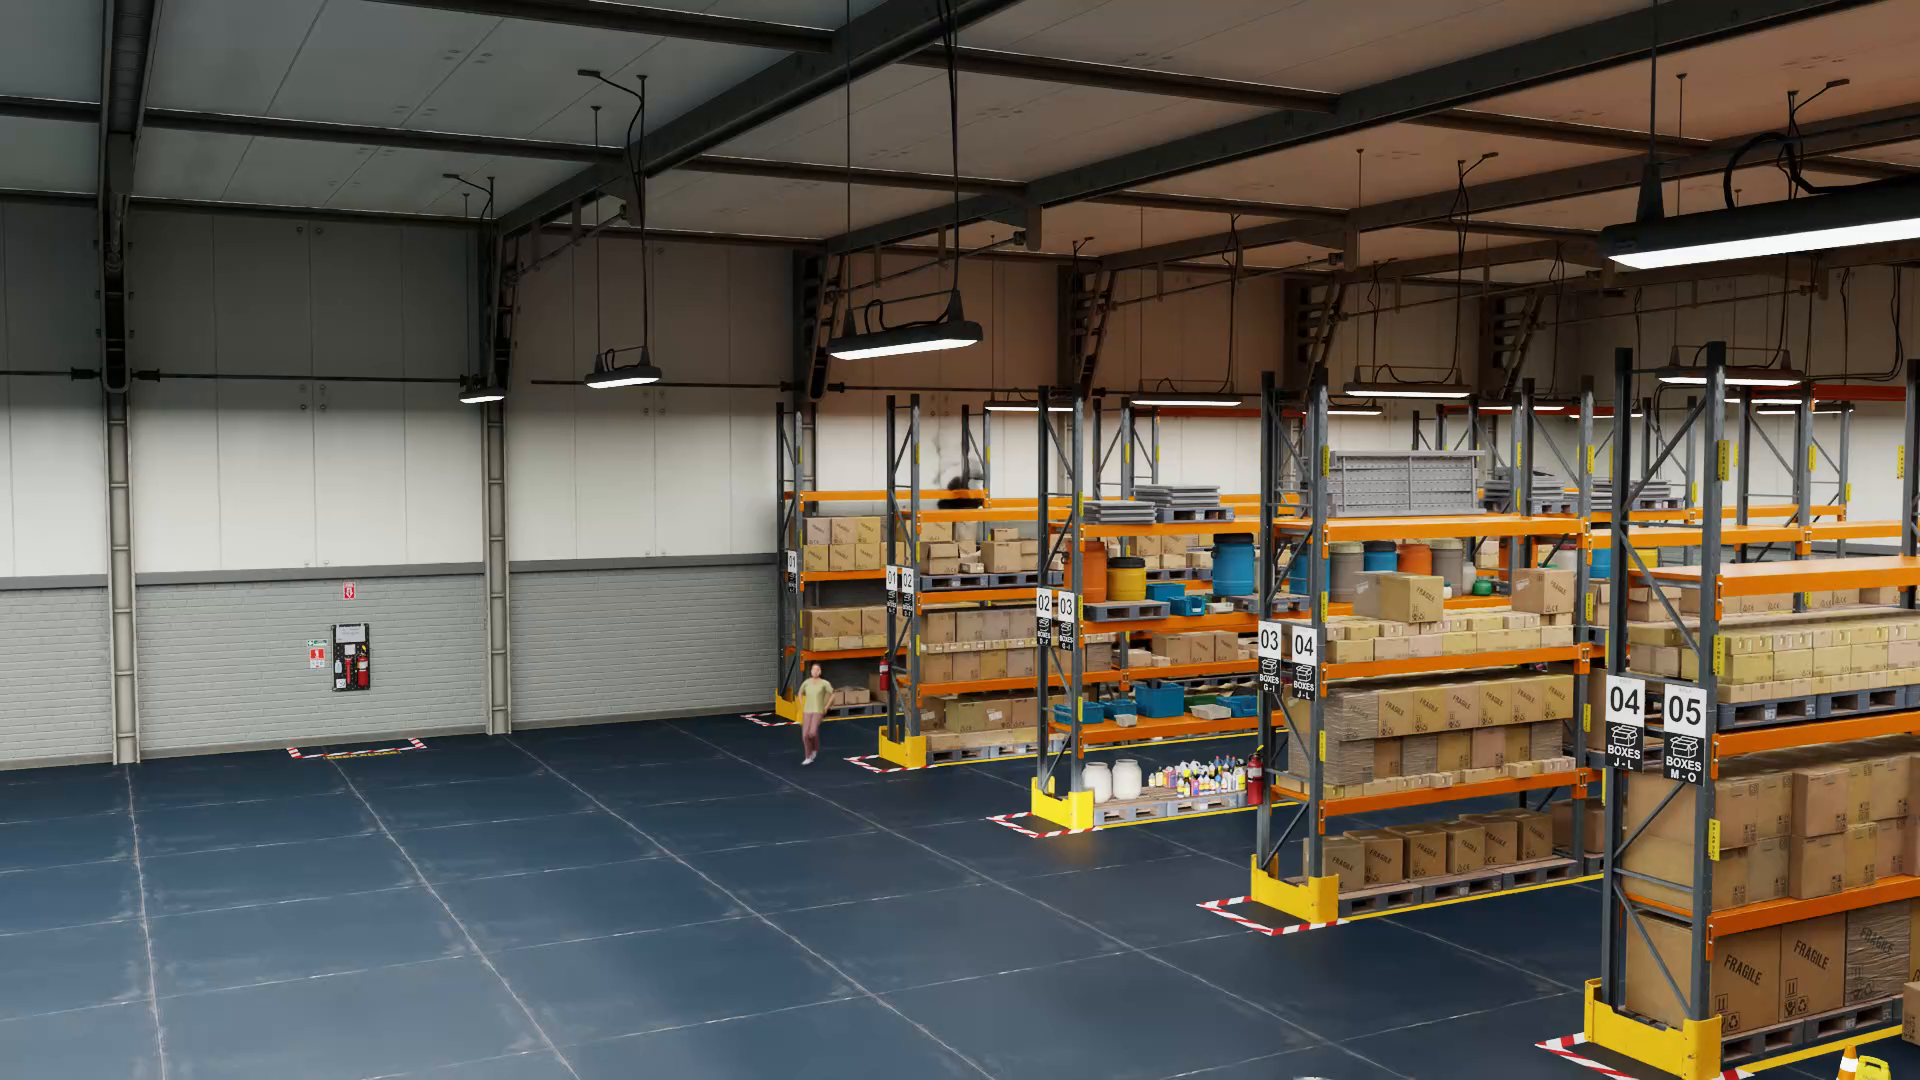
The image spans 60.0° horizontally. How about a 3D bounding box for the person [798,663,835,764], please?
[{"bbox_3d":[-2.384,2.825,27.000,0.605,1.644,0.501,1,3,16],"label":"person"}]
